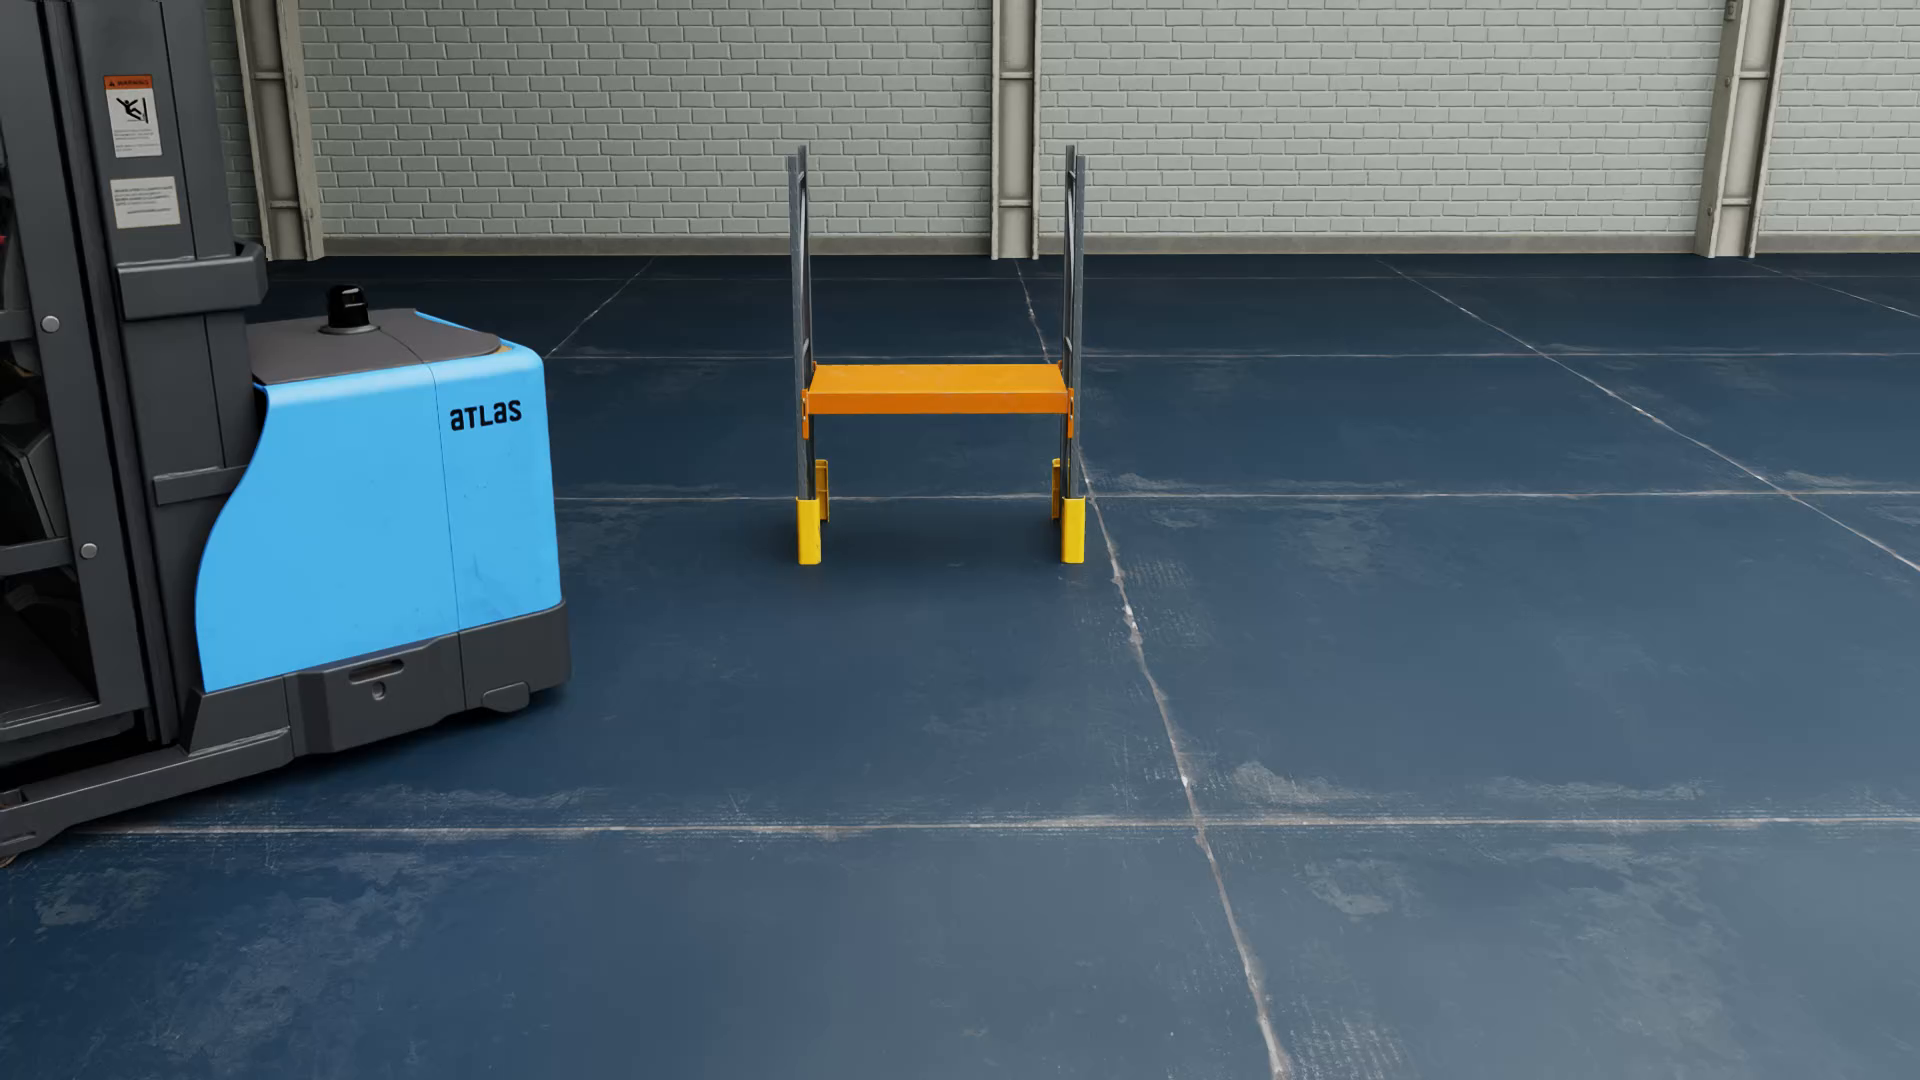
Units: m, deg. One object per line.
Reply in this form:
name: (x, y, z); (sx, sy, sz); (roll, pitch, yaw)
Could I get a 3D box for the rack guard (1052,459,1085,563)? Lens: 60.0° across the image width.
rack guard: (0.422, -0.121, 6.516); (0.087, 0.250, 0.587); (0, 18, -1)

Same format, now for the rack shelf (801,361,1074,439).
rack shelf: (-0.085, -0.542, 6.372); (1.000, 0.185, 0.538); (0, 18, -1)

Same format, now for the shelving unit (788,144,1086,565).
shelving unit: (-0.076, -0.714, 6.317); (1.083, 1.500, 0.587); (0, 18, -1)

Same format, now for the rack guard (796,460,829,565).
rack guard: (-0.574, -0.116, 6.501); (0.087, 0.250, 0.587); (0, 18, -1)

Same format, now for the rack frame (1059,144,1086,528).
rack frame: (0.423, -0.716, 6.325); (0.032, 1.500, 0.500); (0, 18, -1)

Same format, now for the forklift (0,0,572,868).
forklift: (-2.625, -0.733, 4.034); (3.031, 2.935, 1.130); (-15, 23, -38)

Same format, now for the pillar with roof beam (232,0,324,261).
pillar with roof beam: (-5.477, -5.322, 8.405); (0.400, 9.000, 9.100); (0, 18, -1)

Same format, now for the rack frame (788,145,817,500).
rack frame: (-0.594, -0.711, 6.310); (0.032, 1.500, 0.500); (0, 18, -1)

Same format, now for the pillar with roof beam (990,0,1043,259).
pillar with roof beam: (0.522, -5.351, 8.495); (0.400, 9.000, 9.100); (0, 18, -1)

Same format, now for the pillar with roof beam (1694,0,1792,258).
pillar with roof beam: (6.521, -5.380, 8.585); (0.400, 9.000, 9.100); (0, 18, -1)
